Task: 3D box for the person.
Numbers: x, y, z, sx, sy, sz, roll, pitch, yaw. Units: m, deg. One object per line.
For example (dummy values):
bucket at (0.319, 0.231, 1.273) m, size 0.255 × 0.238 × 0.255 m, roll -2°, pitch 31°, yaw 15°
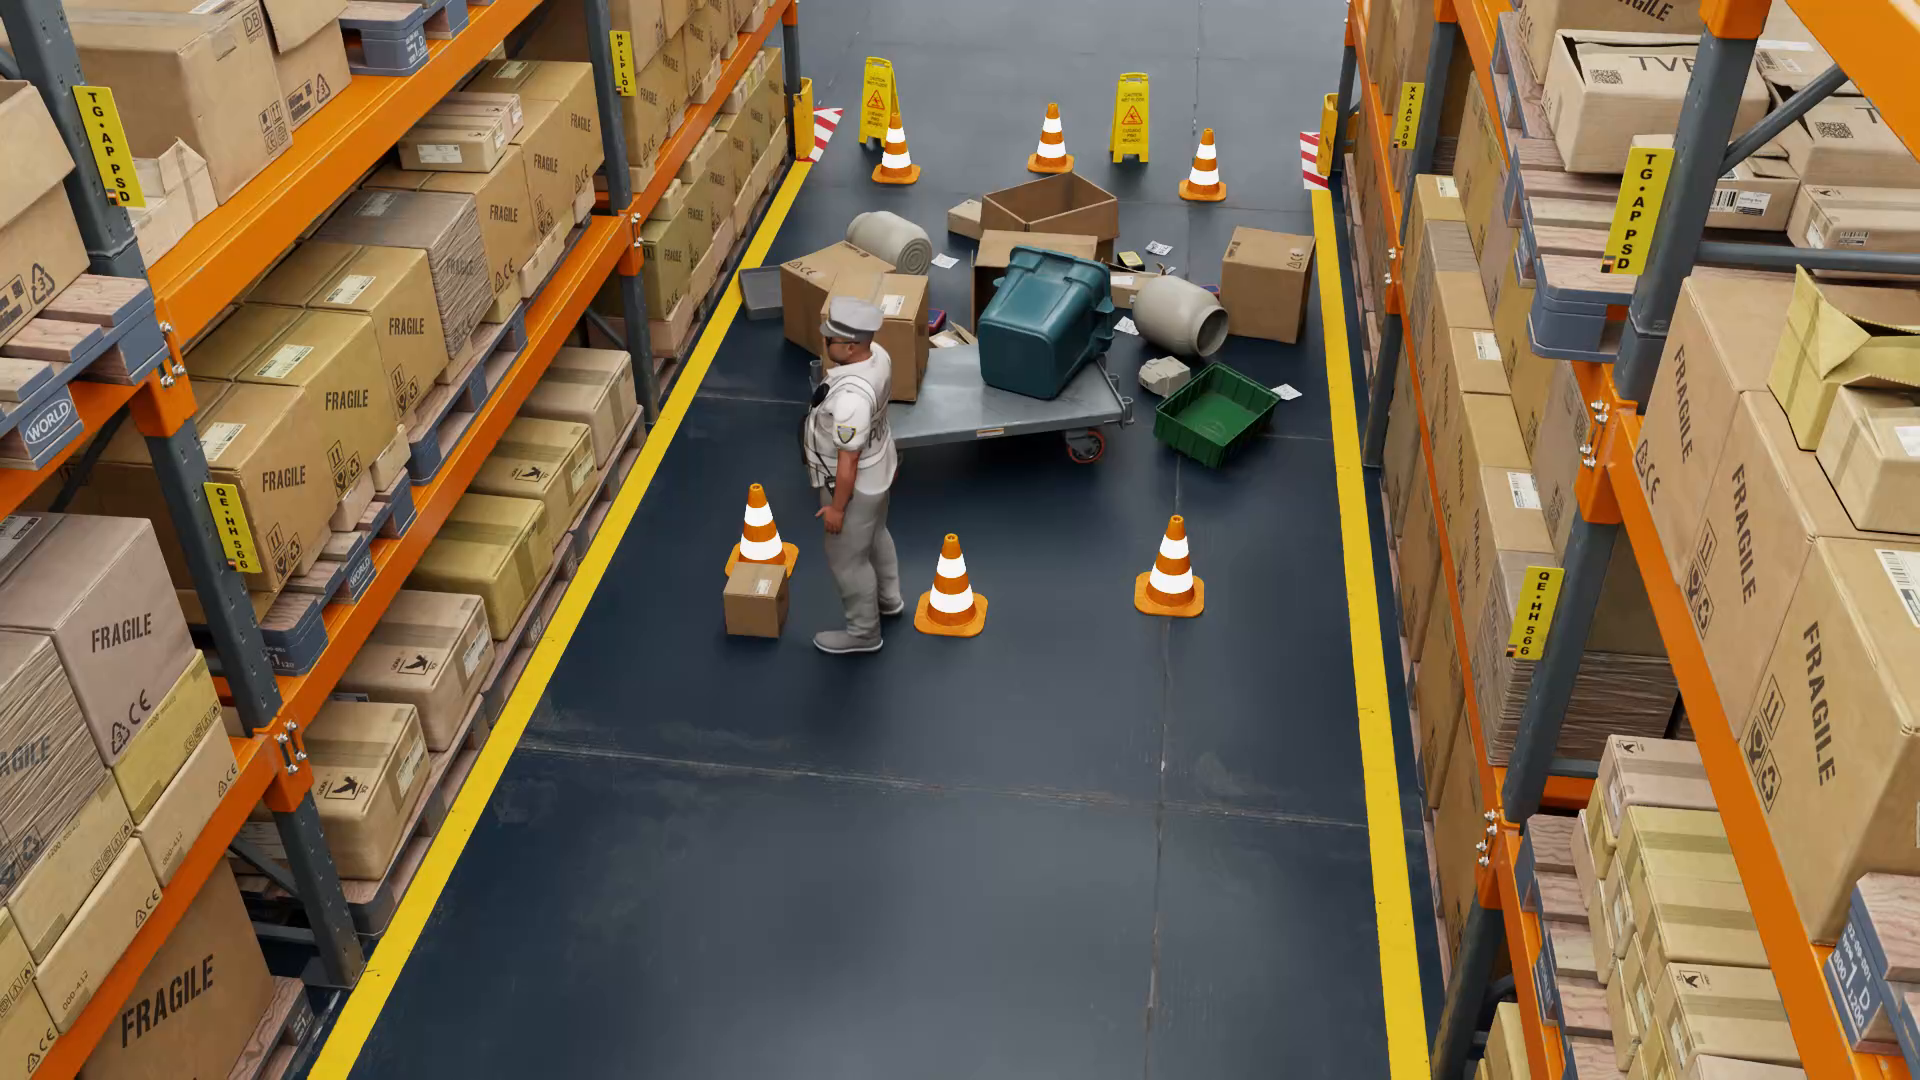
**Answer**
person at (-0.486, -0.263, 7.419) m, size 0.392 × 1.805 × 0.542 m, roll 5°, pitch 36°, yaw 7°
